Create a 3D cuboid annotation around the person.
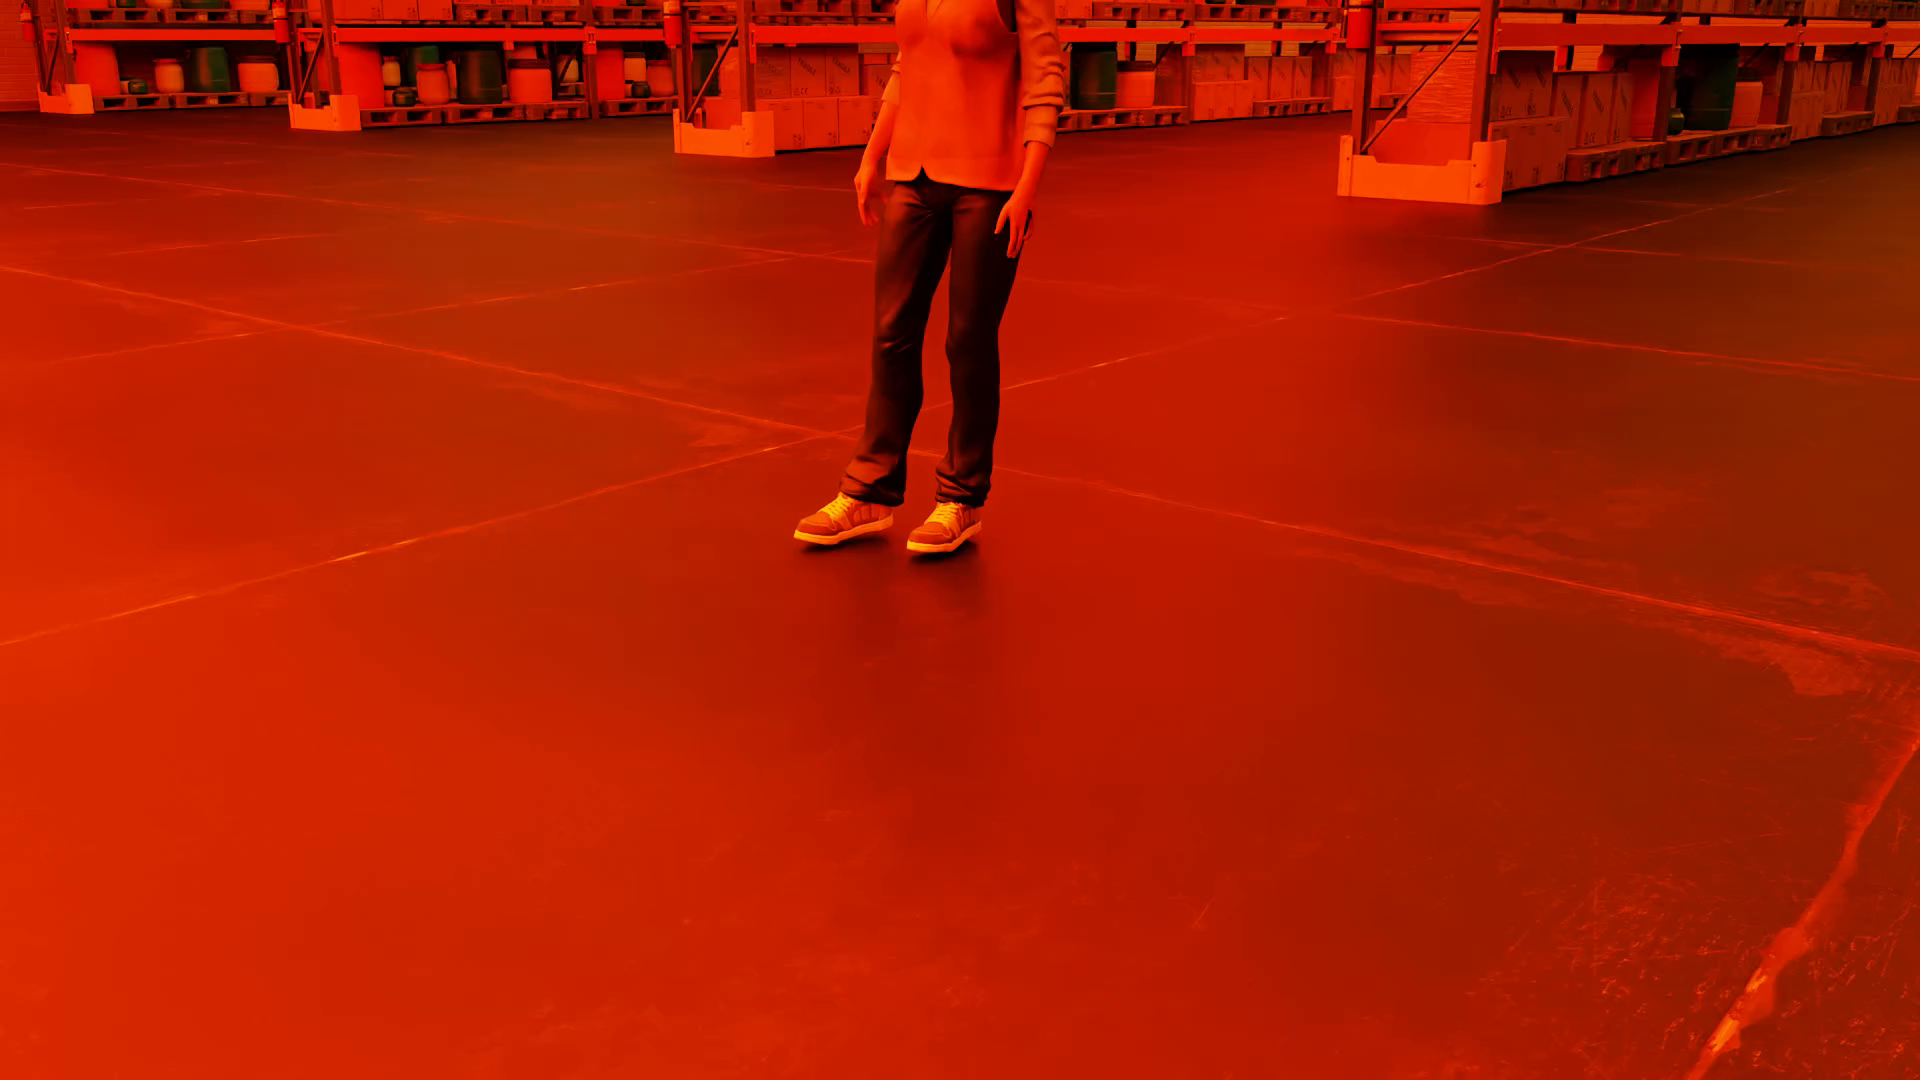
[{"bbox_3d":[-0.058,-0.757,3.662,0.520,1.597,0.476,13,21,37],"label":"person"}]
